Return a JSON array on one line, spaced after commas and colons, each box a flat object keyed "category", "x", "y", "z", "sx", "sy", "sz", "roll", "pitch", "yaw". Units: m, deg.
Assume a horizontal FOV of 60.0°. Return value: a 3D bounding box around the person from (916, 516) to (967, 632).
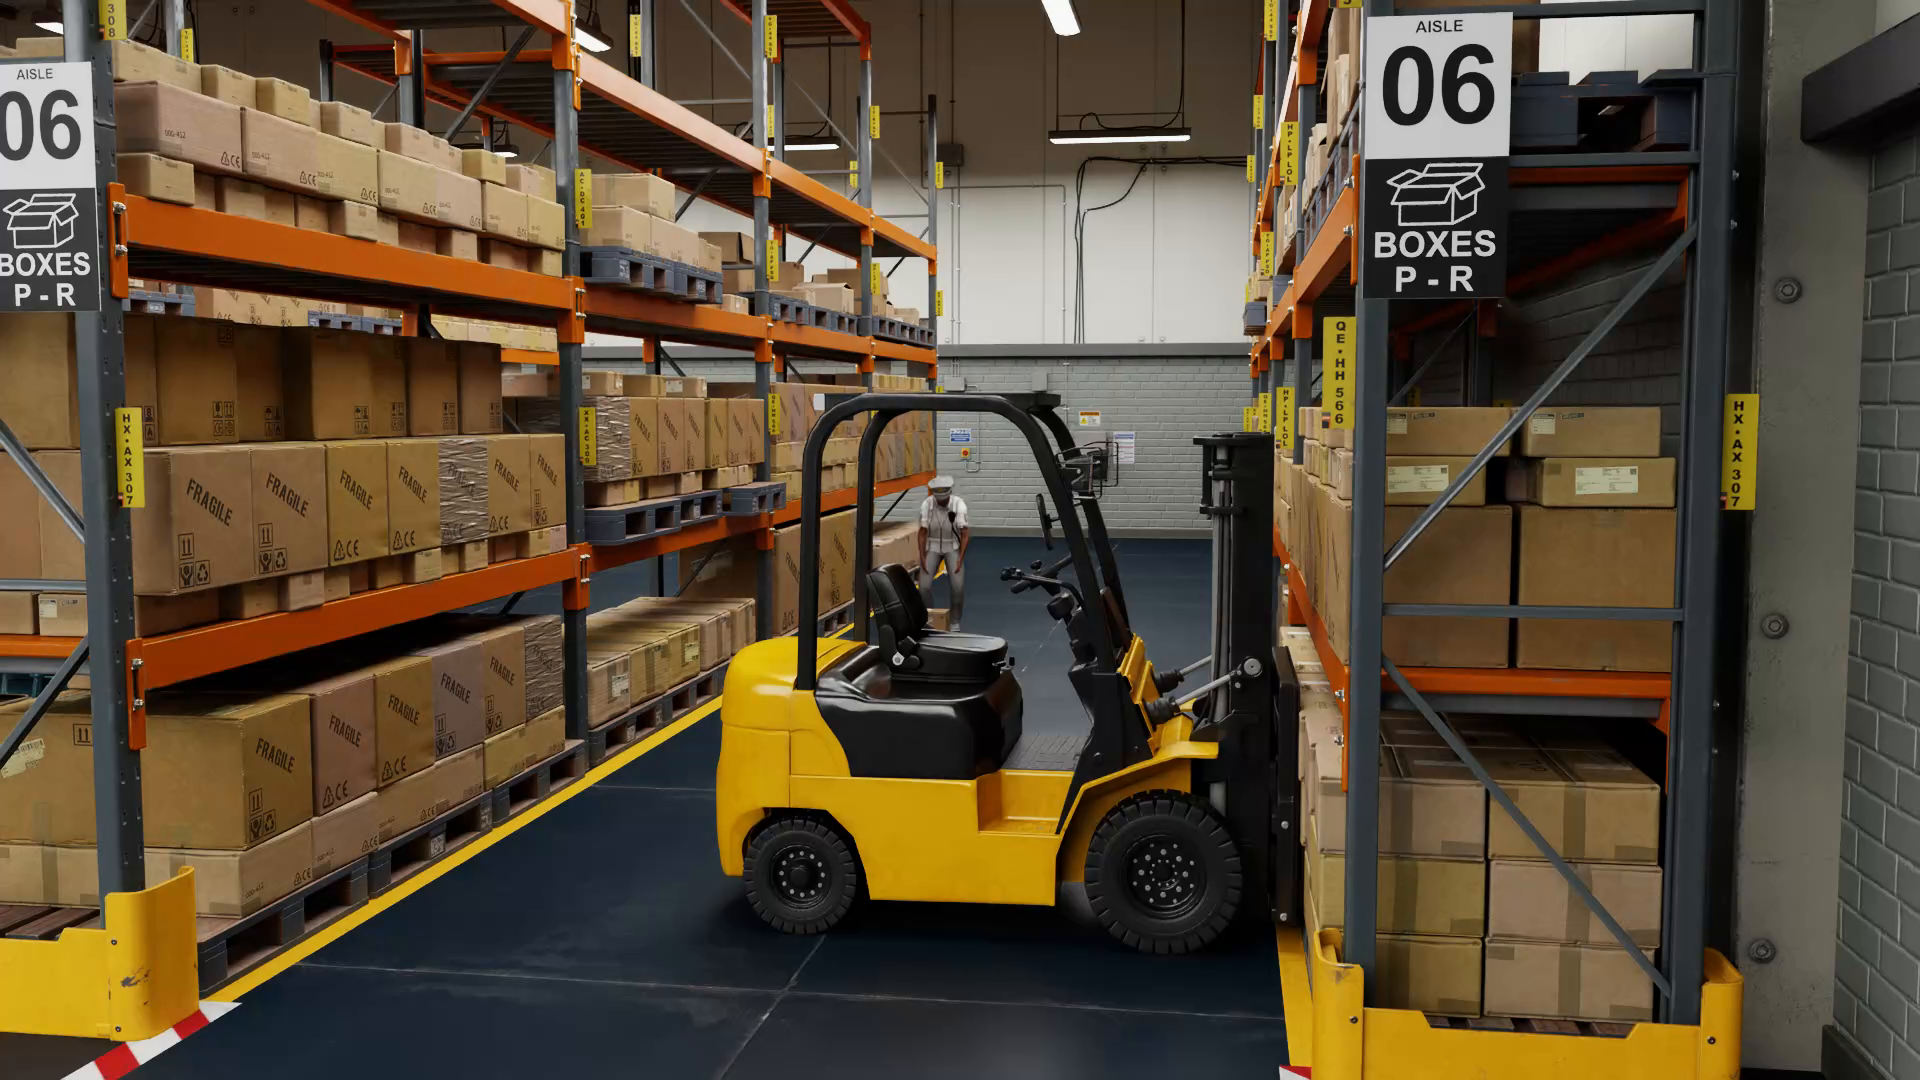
[{"category": "person", "x": -0.158, "y": 0.314, "z": 15.497, "sx": 0.497, "sy": 1.109, "sz": 0.828, "roll": 1, "pitch": 5, "yaw": 9}]
